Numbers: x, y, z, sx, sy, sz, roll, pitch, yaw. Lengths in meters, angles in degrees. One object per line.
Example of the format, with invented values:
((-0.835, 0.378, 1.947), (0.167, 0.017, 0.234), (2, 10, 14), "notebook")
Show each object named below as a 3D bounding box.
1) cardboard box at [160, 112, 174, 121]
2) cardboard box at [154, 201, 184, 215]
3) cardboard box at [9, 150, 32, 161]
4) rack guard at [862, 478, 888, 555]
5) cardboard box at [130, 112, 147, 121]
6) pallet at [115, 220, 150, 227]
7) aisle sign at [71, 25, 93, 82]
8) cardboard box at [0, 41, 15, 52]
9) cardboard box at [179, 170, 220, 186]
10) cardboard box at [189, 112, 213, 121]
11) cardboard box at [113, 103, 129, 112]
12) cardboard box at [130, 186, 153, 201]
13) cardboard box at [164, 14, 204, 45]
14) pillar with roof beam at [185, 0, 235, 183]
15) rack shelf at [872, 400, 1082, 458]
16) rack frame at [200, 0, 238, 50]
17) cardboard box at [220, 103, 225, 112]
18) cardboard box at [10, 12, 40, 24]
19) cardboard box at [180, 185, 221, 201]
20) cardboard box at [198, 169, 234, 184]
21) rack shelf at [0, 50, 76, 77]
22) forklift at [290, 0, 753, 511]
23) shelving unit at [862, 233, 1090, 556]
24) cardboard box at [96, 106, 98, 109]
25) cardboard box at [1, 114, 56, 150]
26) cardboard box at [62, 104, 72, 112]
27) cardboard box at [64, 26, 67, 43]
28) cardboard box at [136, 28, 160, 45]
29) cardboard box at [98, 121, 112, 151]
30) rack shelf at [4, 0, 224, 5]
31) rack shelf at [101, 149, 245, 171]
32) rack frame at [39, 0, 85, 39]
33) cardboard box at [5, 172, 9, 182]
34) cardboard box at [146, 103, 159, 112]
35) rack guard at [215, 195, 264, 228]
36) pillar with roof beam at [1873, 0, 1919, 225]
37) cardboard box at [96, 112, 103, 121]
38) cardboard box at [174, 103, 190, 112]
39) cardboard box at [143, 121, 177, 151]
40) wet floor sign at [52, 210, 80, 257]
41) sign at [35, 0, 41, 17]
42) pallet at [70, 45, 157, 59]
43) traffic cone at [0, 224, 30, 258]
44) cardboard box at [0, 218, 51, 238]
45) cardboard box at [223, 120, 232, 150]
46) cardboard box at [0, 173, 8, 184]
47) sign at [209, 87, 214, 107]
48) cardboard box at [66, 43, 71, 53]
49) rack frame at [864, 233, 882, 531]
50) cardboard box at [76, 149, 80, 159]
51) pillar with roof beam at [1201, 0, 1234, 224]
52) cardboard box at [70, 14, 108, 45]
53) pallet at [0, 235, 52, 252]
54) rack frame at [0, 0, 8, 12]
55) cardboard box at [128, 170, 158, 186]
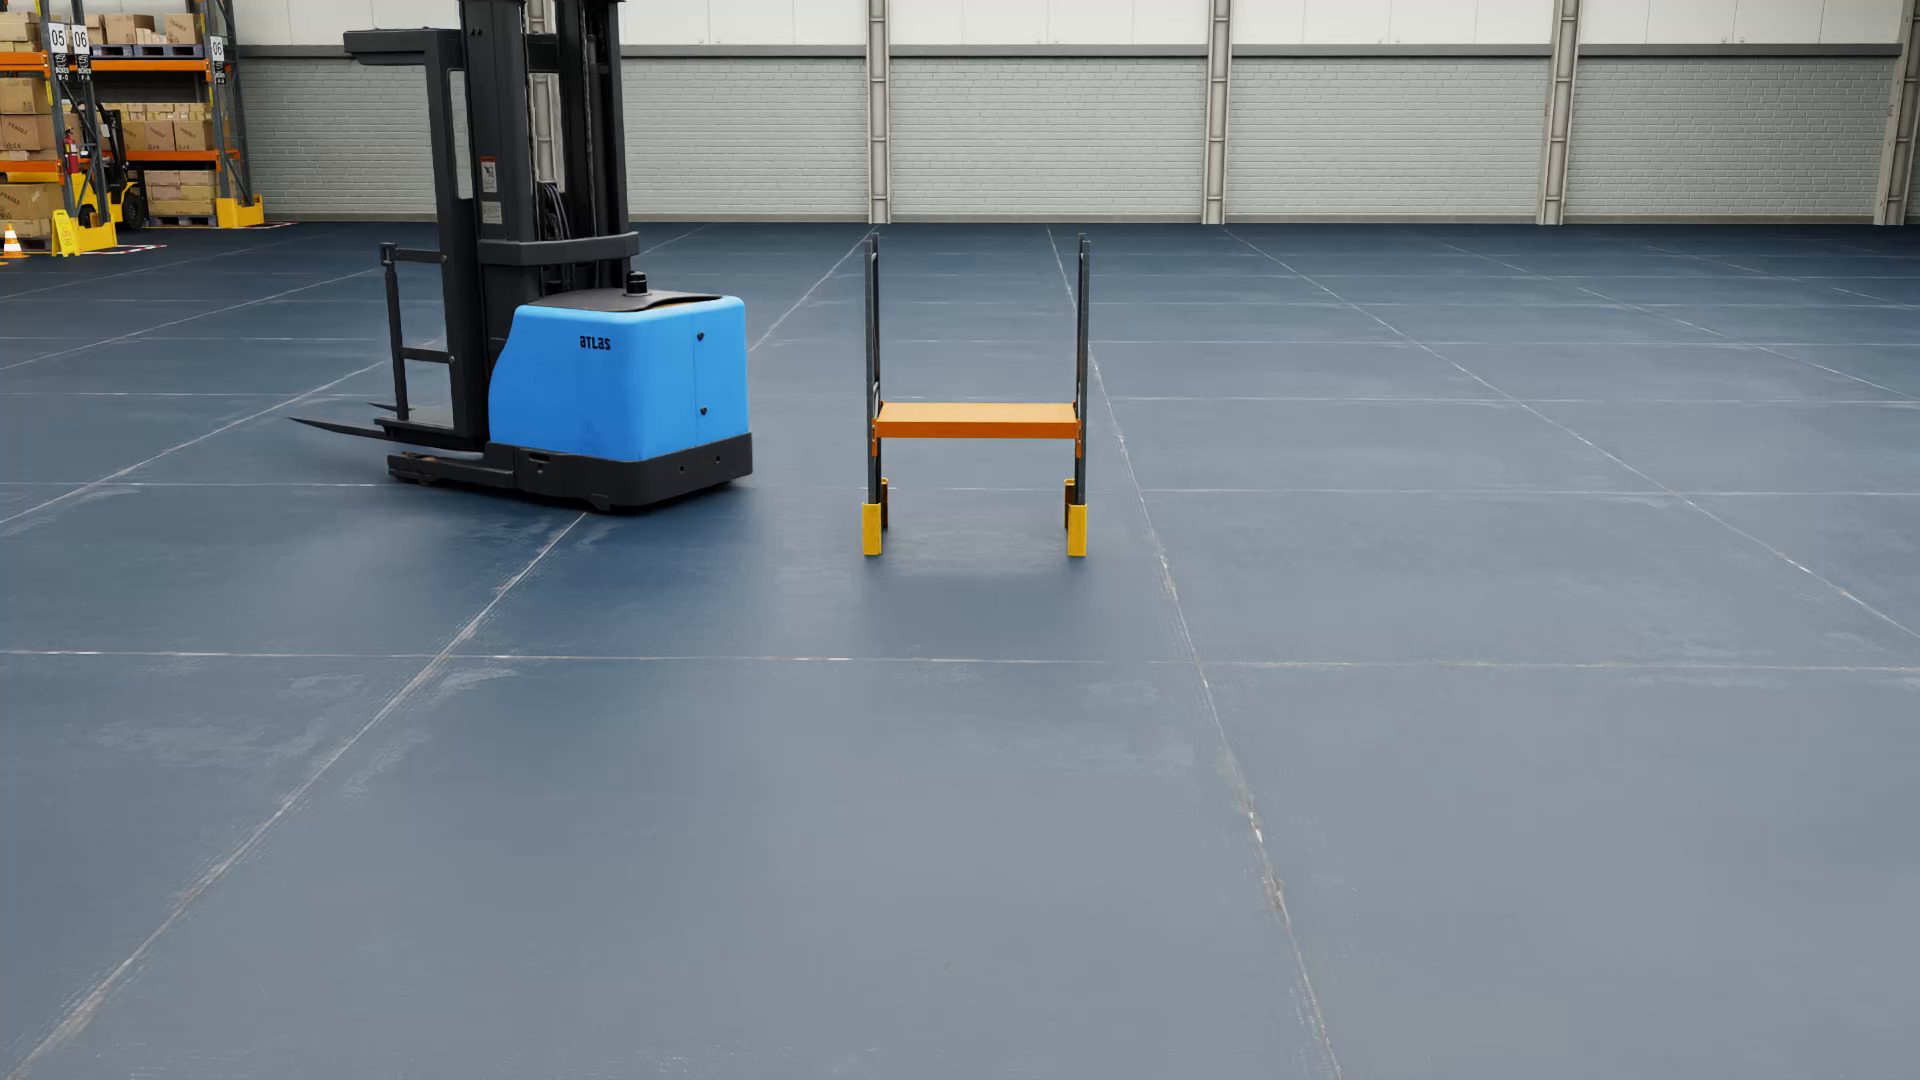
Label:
((-13.636, -7.339, 28.809), (0.250, 0.149, 0.380), (1, 15, 2), "cardboard box")
((-13.743, -5.836, 29.149), (0.500, 0.250, 0.500), (0, 15, 1), "cardboard box")
((-13.527, -5.569, 24.060), (0.250, 0.149, 0.380), (0, 15, 1), "cardboard box")
((-0.422, -0.124, 8.318), (0.087, 0.250, 0.587), (0, 15, 1), "rack guard")
((-14.152, -7.333, 28.787), (0.250, 0.149, 0.380), (0, 15, 0), "cardboard box")
((-14.750, -5.690, 29.491), (1.213, 0.211, 1.003), (0, 15, 1), "pallet")
((-12.821, -7.105, 24.292), (0.004, 0.787, 0.394), (0, 15, 1), "aisle sign")
((-13.504, -7.022, 23.688), (0.250, 0.149, 0.380), (0, 15, 2), "cardboard box")
((-13.236, -6.315, 29.004), (0.500, 0.250, 0.500), (1, 15, 3), "cardboard box")
((-13.122, -7.328, 28.766), (0.250, 0.149, 0.380), (1, 15, 2), "cardboard box")
((-14.410, -7.472, 28.730), (0.250, 0.149, 0.380), (1, 15, 3), "cardboard box")
((-14.280, -6.078, 29.082), (0.500, 0.250, 0.500), (0, 15, 0), "cardboard box")
((-13.217, -8.726, 28.438), (0.500, 0.500, 0.500), (1, 15, 3), "cardboard box")
((-13.551, -9.072, 25.086), (0.400, 9.000, 9.100), (0, 15, 1), "pillar with roof beam")
((0.085, -0.551, 8.192), (1.000, 0.185, 0.538), (0, 15, 1), "rack shelf")
((-12.768, -9.936, 28.359), (0.127, 3.000, 1.000), (0, 15, 1), "rack frame")
((-13.098, -7.597, 29.205), (0.250, 0.149, 0.380), (0, 15, 0), "cardboard box")
((-13.237, -7.410, 23.597), (0.250, 0.149, 0.380), (1, 15, 2), "cardboard box")
((-13.263, -6.074, 29.067), (0.500, 0.250, 0.500), (0, 15, 1), "cardboard box")
((-13.244, -6.443, 29.488), (0.500, 0.250, 0.500), (0, 15, 1), "cardboard box")
((-14.890, -6.884, 24.084), (4.000, 0.370, 1.077), (0, 15, 1), "rack shelf")
((-2.708, -1.830, 9.532), (3.031, 2.935, 1.130), (9, 17, 31), "forklift")
((0.076, -0.725, 8.147), (1.083, 1.500, 0.587), (0, 15, 1), "shelving unit")
((-14.916, -7.504, 28.850), (0.250, 0.149, 0.380), (0, 15, 2), "cardboard box")
((-13.441, -5.894, 24.022), (0.500, 0.500, 0.500), (0, 15, 0), "cardboard box")
((-15.422, -7.488, 28.792), (0.250, 0.149, 0.380), (0, 15, 1), "cardboard box")
((-13.387, -7.362, 24.194), (0.500, 0.250, 0.500), (0, 15, 0), "cardboard box")
((-13.858, -8.601, 28.425), (0.258, 0.266, 0.396), (0, 15, 2), "cardboard box")
((-14.800, -7.029, 28.905), (0.500, 0.500, 0.500), (0, 15, 2), "cardboard box")
((-14.767, -9.407, 28.551), (4.000, 0.370, 1.077), (0, 15, 1), "rack shelf")
((-14.767, -6.700, 29.265), (4.000, 0.370, 1.077), (0, 15, 1), "rack shelf")
((-12.891, -8.670, 23.561), (0.127, 3.000, 1.000), (0, 15, 1), "rack frame")
((-16.291, -6.335, 29.077), (0.500, 0.250, 0.500), (0, 15, 1), "cardboard box")
((-13.888, -7.498, 28.830), (0.250, 0.149, 0.380), (0, 15, 2), "cardboard box")
((-12.744, -5.826, 29.442), (0.348, 0.500, 1.175), (0, 15, 1), "rack guard")
((16.439, -8.877, 24.345), (0.400, 9.000, 9.100), (0, 15, 1), "pillar with roof beam")
((-14.910, -7.339, 28.808), (0.250, 0.149, 0.380), (0, 15, 0), "cardboard box")
((-13.379, -7.483, 28.772), (0.250, 0.149, 0.380), (0, 15, 2), "cardboard box")
((-13.785, -7.025, 28.891), (0.500, 0.500, 0.500), (1, 15, 3), "cardboard box")
((-12.729, -4.356, 23.587), (0.232, 0.644, 0.267), (6, 16, 21), "wet floor sign")
((-12.925, -7.506, 23.294), (0.005, 0.325, 0.100), (0, 15, 1), "sign")
((-14.697, -8.461, 28.823), (1.213, 0.211, 1.003), (0, 15, 1), "pallet")
((-13.354, -4.216, 23.413), (0.334, 0.463, 0.336), (0, 15, 1), "traffic cone")
((-13.730, -4.579, 24.384), (0.500, 0.250, 0.500), (0, 15, 1), "cardboard box")
((-13.256, -7.157, 29.392), (0.500, 0.500, 0.500), (1, 15, 3), "cardboard box")
((-14.067, -5.243, 24.157), (0.250, 0.149, 0.380), (1, 15, 3), "cardboard box")
((-12.796, -7.571, 28.422), (0.005, 0.325, 0.100), (0, 15, 1), "sign")
((-13.214, -7.183, 24.297), (0.250, 0.149, 0.380), (0, 15, 1), "cardboard box")
((-0.423, -0.728, 8.159), (0.032, 1.500, 0.500), (0, 15, 1), "rack frame")
((-13.225, -5.702, 24.567), (0.250, 0.149, 0.380), (0, 15, 2), "cardboard box")
((4.443, -8.955, 24.641), (0.400, 9.000, 9.100), (0, 15, 1), "pillar with roof beam")
((-14.822, -8.773, 28.611), (0.637, 0.503, 0.797), (1, 15, 3), "cardboard box")
((-13.778, -4.435, 24.738), (1.213, 0.211, 1.003), (0, 15, 1), "pallet")
((-16.767, -9.962, 28.457), (0.127, 3.000, 1.000), (0, 15, 1), "rack frame")
((-14.252, -6.318, 29.013), (0.500, 0.250, 0.500), (1, 15, 2), "cardboard box")
